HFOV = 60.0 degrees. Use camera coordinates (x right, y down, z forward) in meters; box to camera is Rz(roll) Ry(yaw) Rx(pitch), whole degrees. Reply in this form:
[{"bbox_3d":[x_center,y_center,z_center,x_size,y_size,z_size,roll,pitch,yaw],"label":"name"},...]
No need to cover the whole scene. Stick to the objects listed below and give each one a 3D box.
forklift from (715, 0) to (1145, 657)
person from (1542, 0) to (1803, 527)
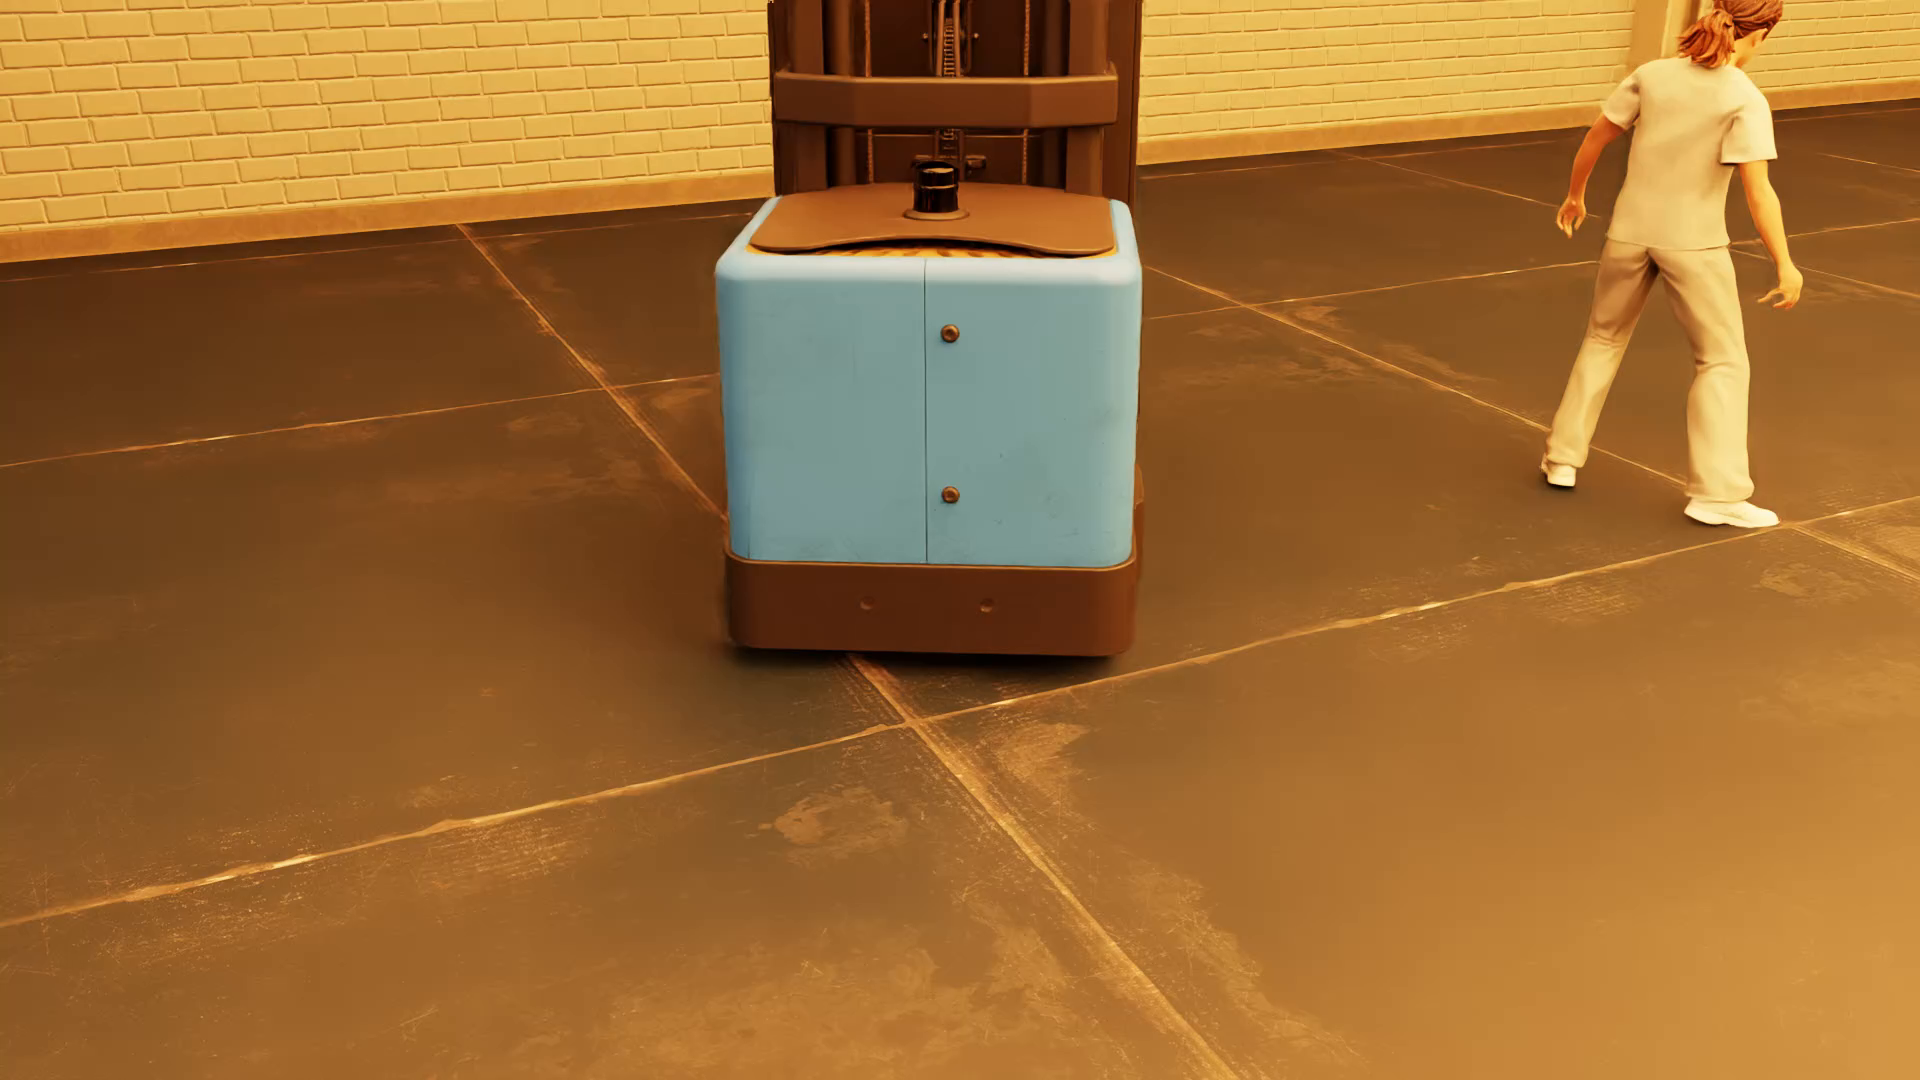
[{"bbox_3d":[-0.002,-1.580,5.090,1.130,2.935,3.031,1,23,3],"label":"forklift"},{"bbox_3d":[2.246,-0.897,5.194,0.385,1.638,0.864,-20,30,-39],"label":"person"}]
